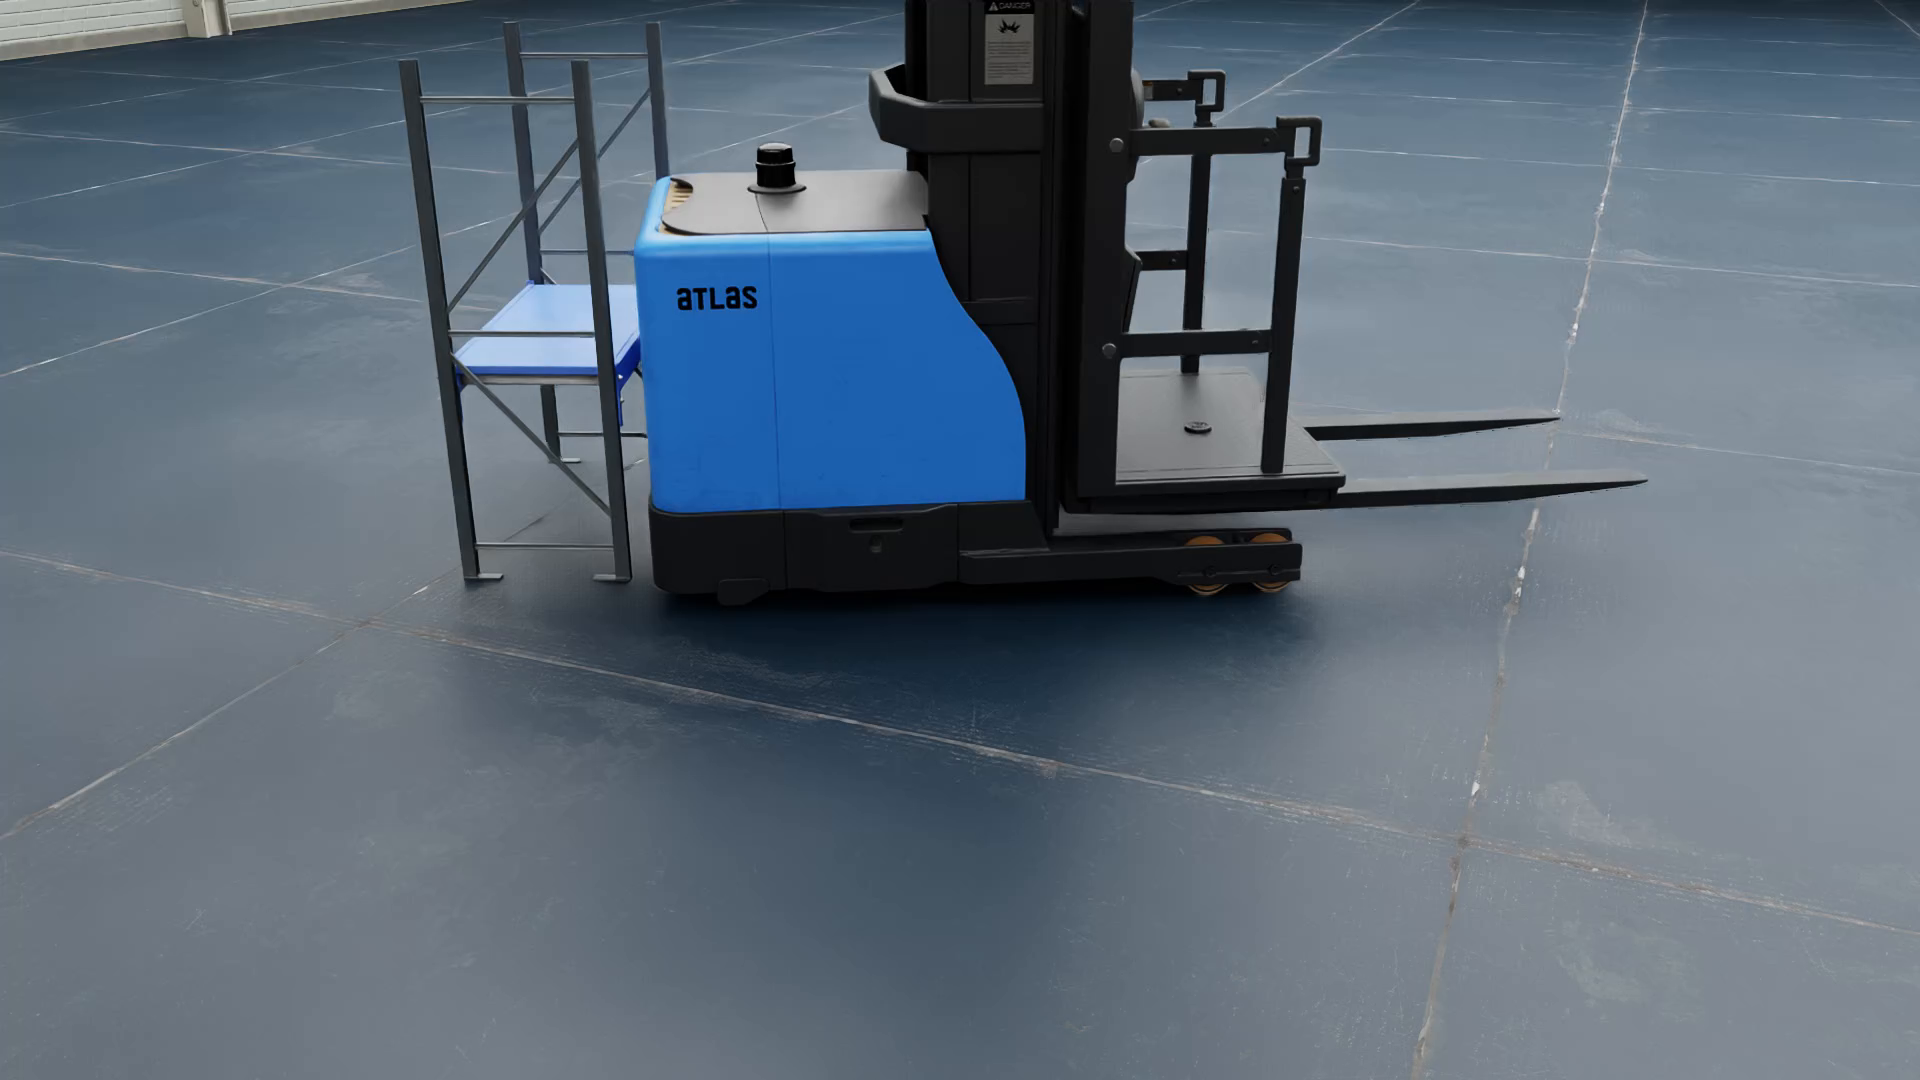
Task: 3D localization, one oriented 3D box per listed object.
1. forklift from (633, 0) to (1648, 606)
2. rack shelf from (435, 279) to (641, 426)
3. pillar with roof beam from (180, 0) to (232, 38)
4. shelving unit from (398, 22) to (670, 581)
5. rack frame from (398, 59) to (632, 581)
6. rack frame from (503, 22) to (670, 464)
[{"bbox_3d":[0.578,-1.395,4.786,3.031,2.935,1.130,-2,23,-6],"label":"forklift"},{"bbox_3d":[-1.223,-0.607,5.223,0.538,0.185,1.000,0,23,1],"label":"rack shelf"},{"bbox_3d":[-4.659,-9.356,15.973,9.100,9.000,0.400,9,24,20],"label":"pillar with roof beam"},{"bbox_3d":[-1.223,-0.773,5.154,0.538,1.500,1.048,0,23,1],"label":"shelving unit"},{"bbox_3d":[-1.232,-0.577,4.685,0.500,1.500,0.032,0,23,1],"label":"rack frame"},{"bbox_3d":[-1.213,-0.969,5.623,0.500,1.500,0.032,0,23,1],"label":"rack frame"}]
